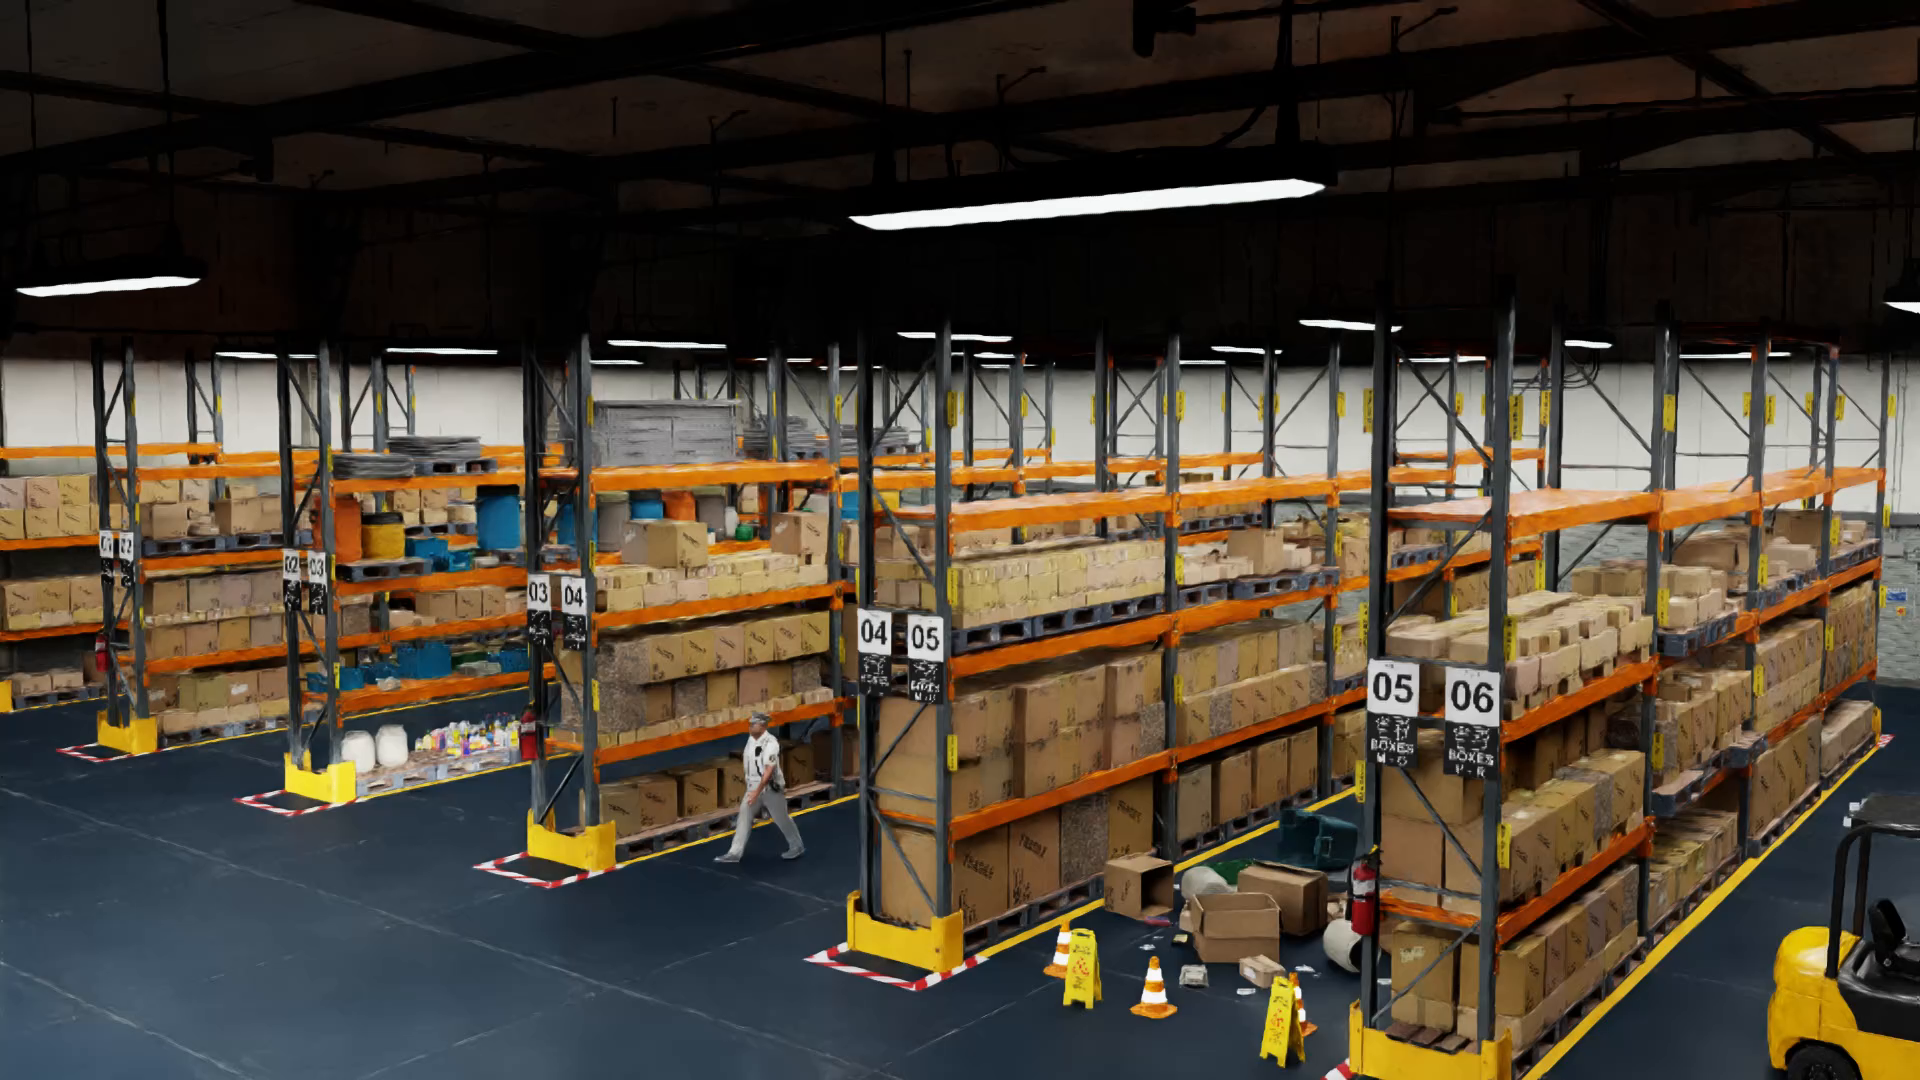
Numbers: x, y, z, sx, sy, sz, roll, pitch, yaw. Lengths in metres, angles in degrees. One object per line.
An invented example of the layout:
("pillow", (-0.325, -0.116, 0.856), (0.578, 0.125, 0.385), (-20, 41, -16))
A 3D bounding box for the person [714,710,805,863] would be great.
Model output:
("person", (-2.183, 2.710, 18.308), (1.040, 1.696, 0.532), (-5, 7, -44))

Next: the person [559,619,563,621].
("person", (-7.841, 1.357, 33.270), (0.466, 1.794, 0.629), (1, 5, 8))
